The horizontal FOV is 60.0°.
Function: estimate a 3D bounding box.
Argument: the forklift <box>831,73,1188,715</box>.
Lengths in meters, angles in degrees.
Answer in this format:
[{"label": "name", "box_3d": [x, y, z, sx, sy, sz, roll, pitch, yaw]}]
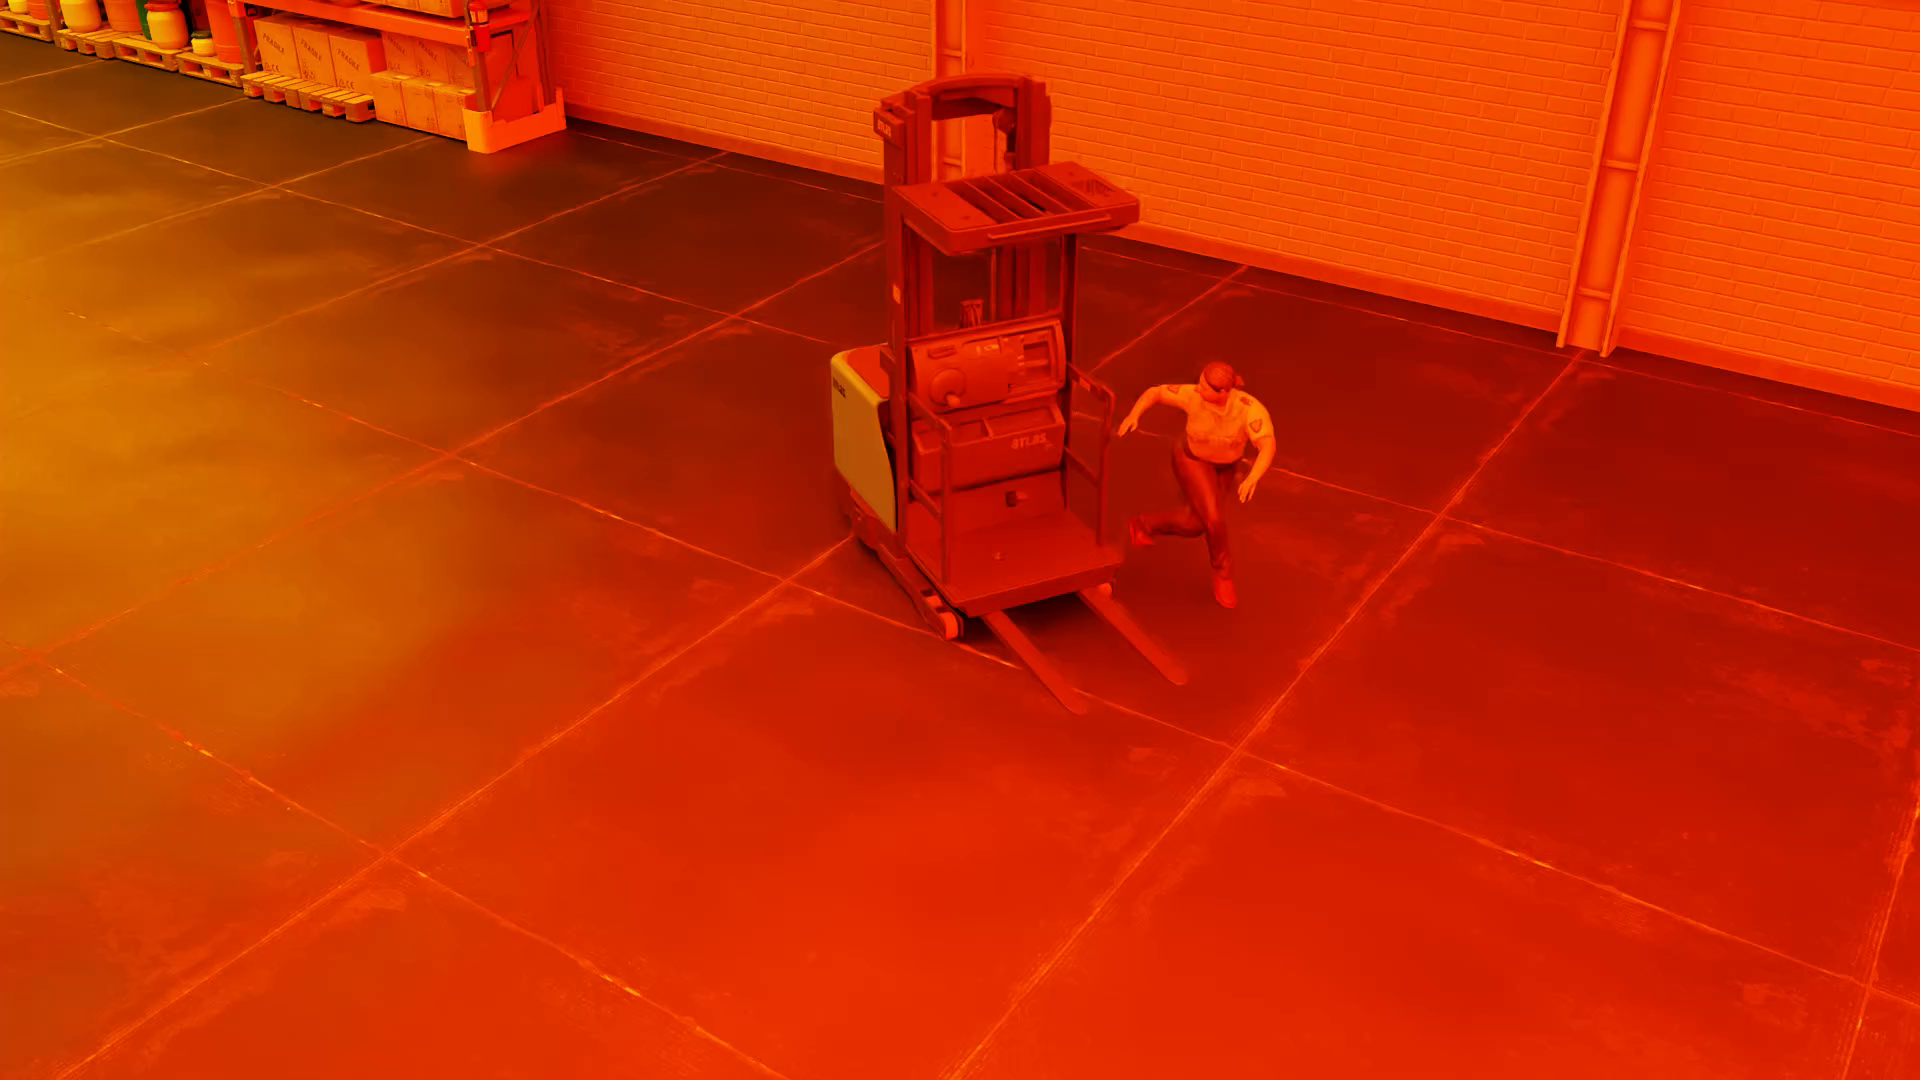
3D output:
[{"label": "forklift", "box_3d": [0.259, -0.941, 9.201, 1.130, 2.935, 3.031, -13, 33, -21]}]

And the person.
[{"label": "person", "box_3d": [1.311, -0.336, 9.476, 0.836, 1.428, 1.066, -4, 30, -7]}]
